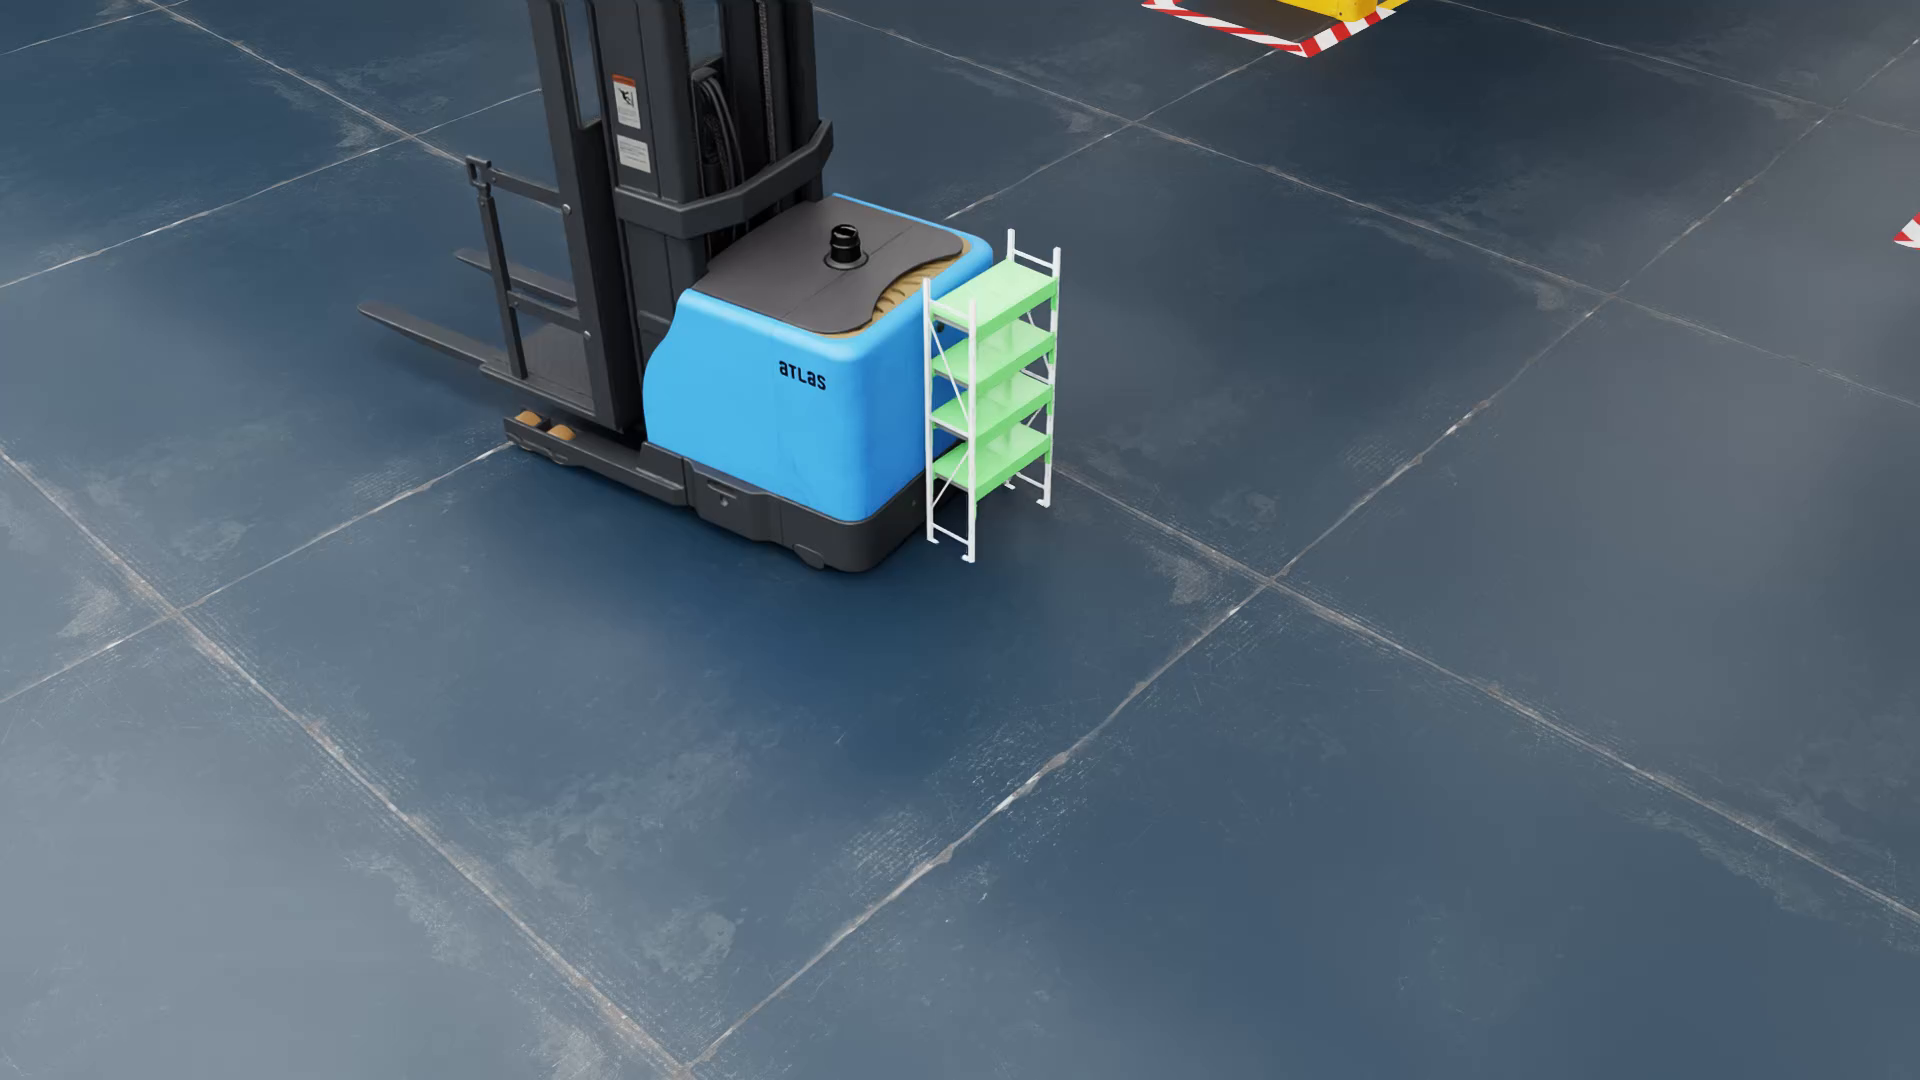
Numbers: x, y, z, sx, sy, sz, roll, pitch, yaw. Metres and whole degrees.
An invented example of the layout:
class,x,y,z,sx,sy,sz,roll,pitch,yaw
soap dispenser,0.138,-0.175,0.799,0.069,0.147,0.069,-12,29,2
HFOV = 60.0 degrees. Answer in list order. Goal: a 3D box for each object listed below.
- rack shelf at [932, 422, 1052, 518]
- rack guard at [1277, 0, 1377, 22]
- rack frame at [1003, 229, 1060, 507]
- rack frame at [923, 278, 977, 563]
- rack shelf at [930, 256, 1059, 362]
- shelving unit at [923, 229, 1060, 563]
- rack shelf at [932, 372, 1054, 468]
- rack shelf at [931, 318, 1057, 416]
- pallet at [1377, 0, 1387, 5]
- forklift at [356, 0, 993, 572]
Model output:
class,x,y,z,sx,sy,sz,roll,pitch,yaw
rack shelf,0.120,-0.306,6.659,0.258,0.148,0.480,28,46,30
rack guard,2.296,-3.959,11.327,1.175,0.500,0.348,30,47,32
rack frame,0.278,-0.659,6.615,0.240,1.200,0.015,28,46,30
rack frame,-0.037,-0.428,6.324,0.240,1.200,0.015,28,46,30
rack shelf,0.120,-0.869,6.211,0.258,0.148,0.480,28,46,30
shelving unit,0.120,-0.544,6.470,0.258,1.200,0.503,28,46,30
rack shelf,0.120,-0.494,6.509,0.258,0.148,0.480,28,46,30
rack shelf,0.120,-0.681,6.360,0.258,0.148,0.480,28,46,30
pallet,2.871,-4.205,11.868,1.003,0.211,1.213,30,47,32
forklift,-1.370,-1.726,6.565,3.031,2.935,1.130,22,43,25
